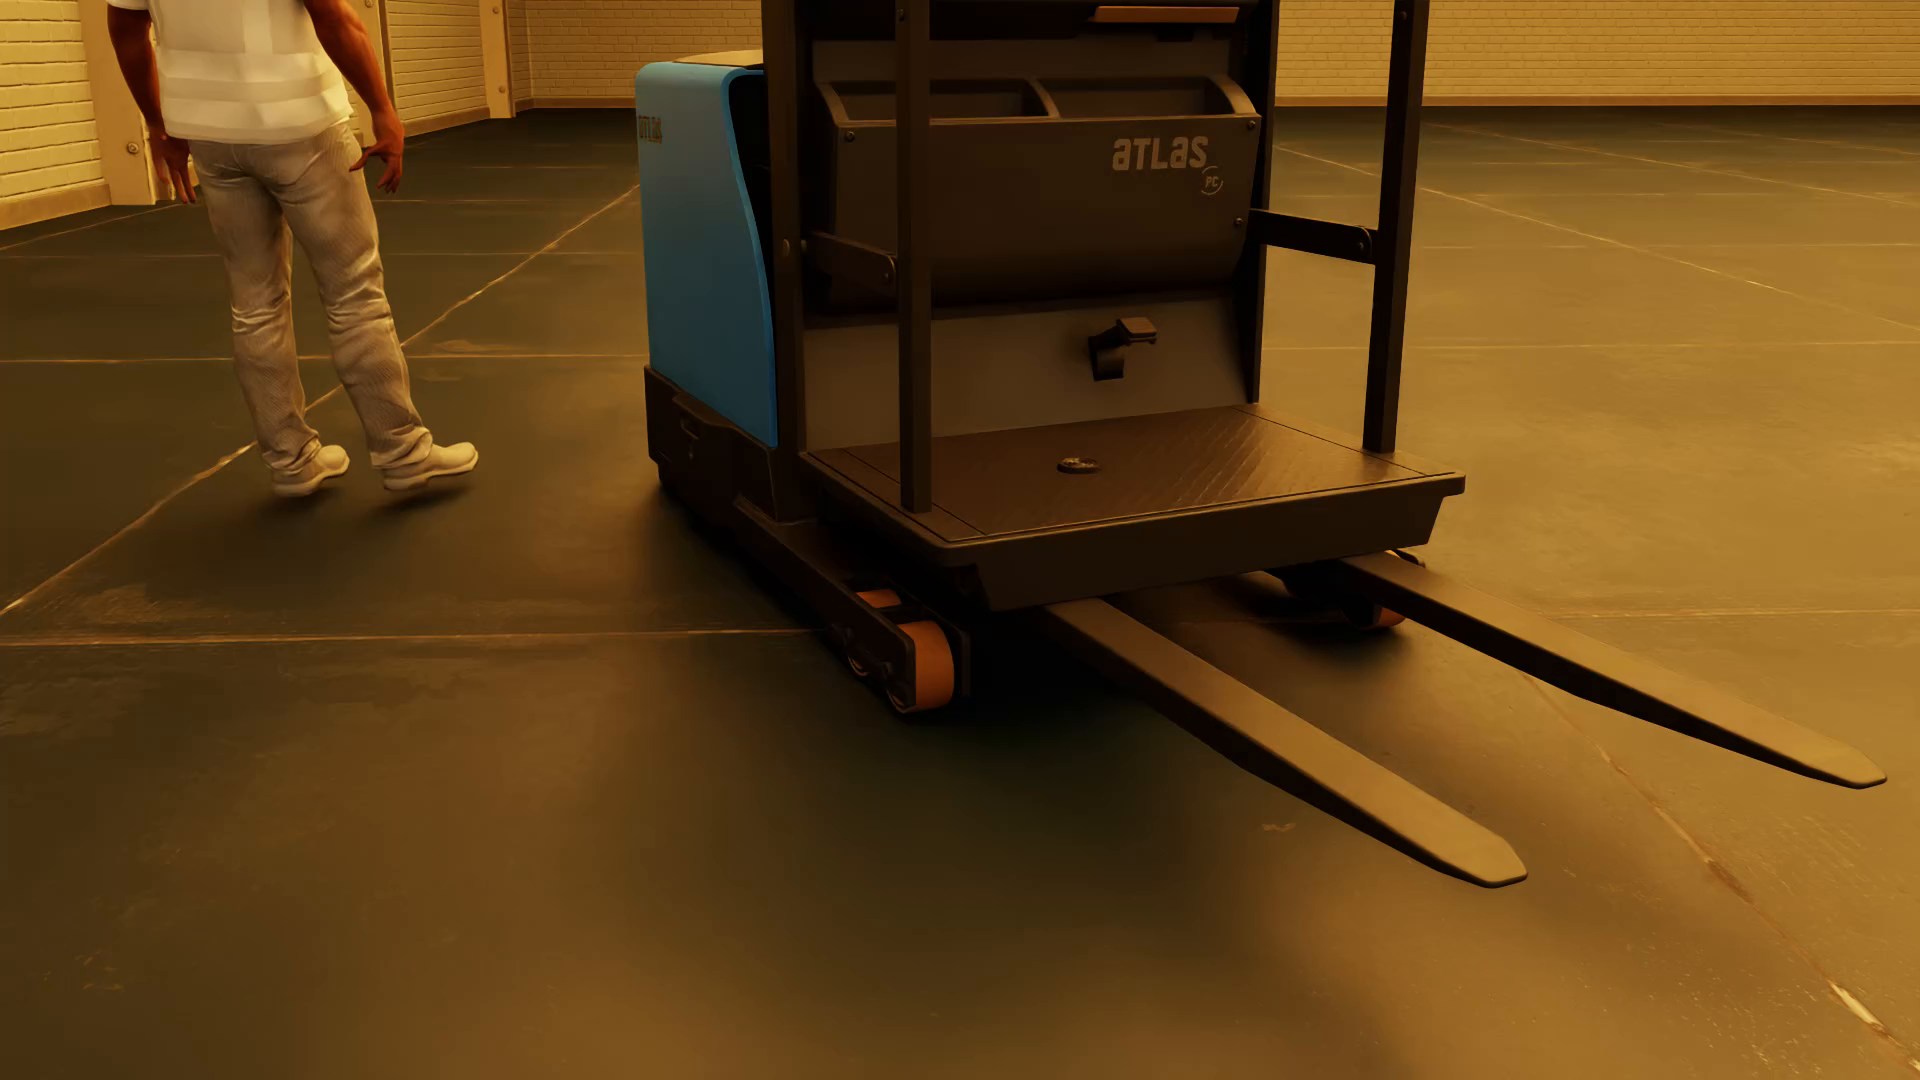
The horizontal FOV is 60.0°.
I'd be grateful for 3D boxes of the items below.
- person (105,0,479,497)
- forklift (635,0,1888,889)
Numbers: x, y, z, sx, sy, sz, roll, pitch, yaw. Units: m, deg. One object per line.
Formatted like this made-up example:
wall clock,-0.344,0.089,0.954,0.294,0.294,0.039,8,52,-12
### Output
person,-1.615,-0.984,3.968,0.671,1.770,0.558,4,17,13
forklift,0.258,-1.240,2.962,1.130,2.935,3.031,-8,19,-24
